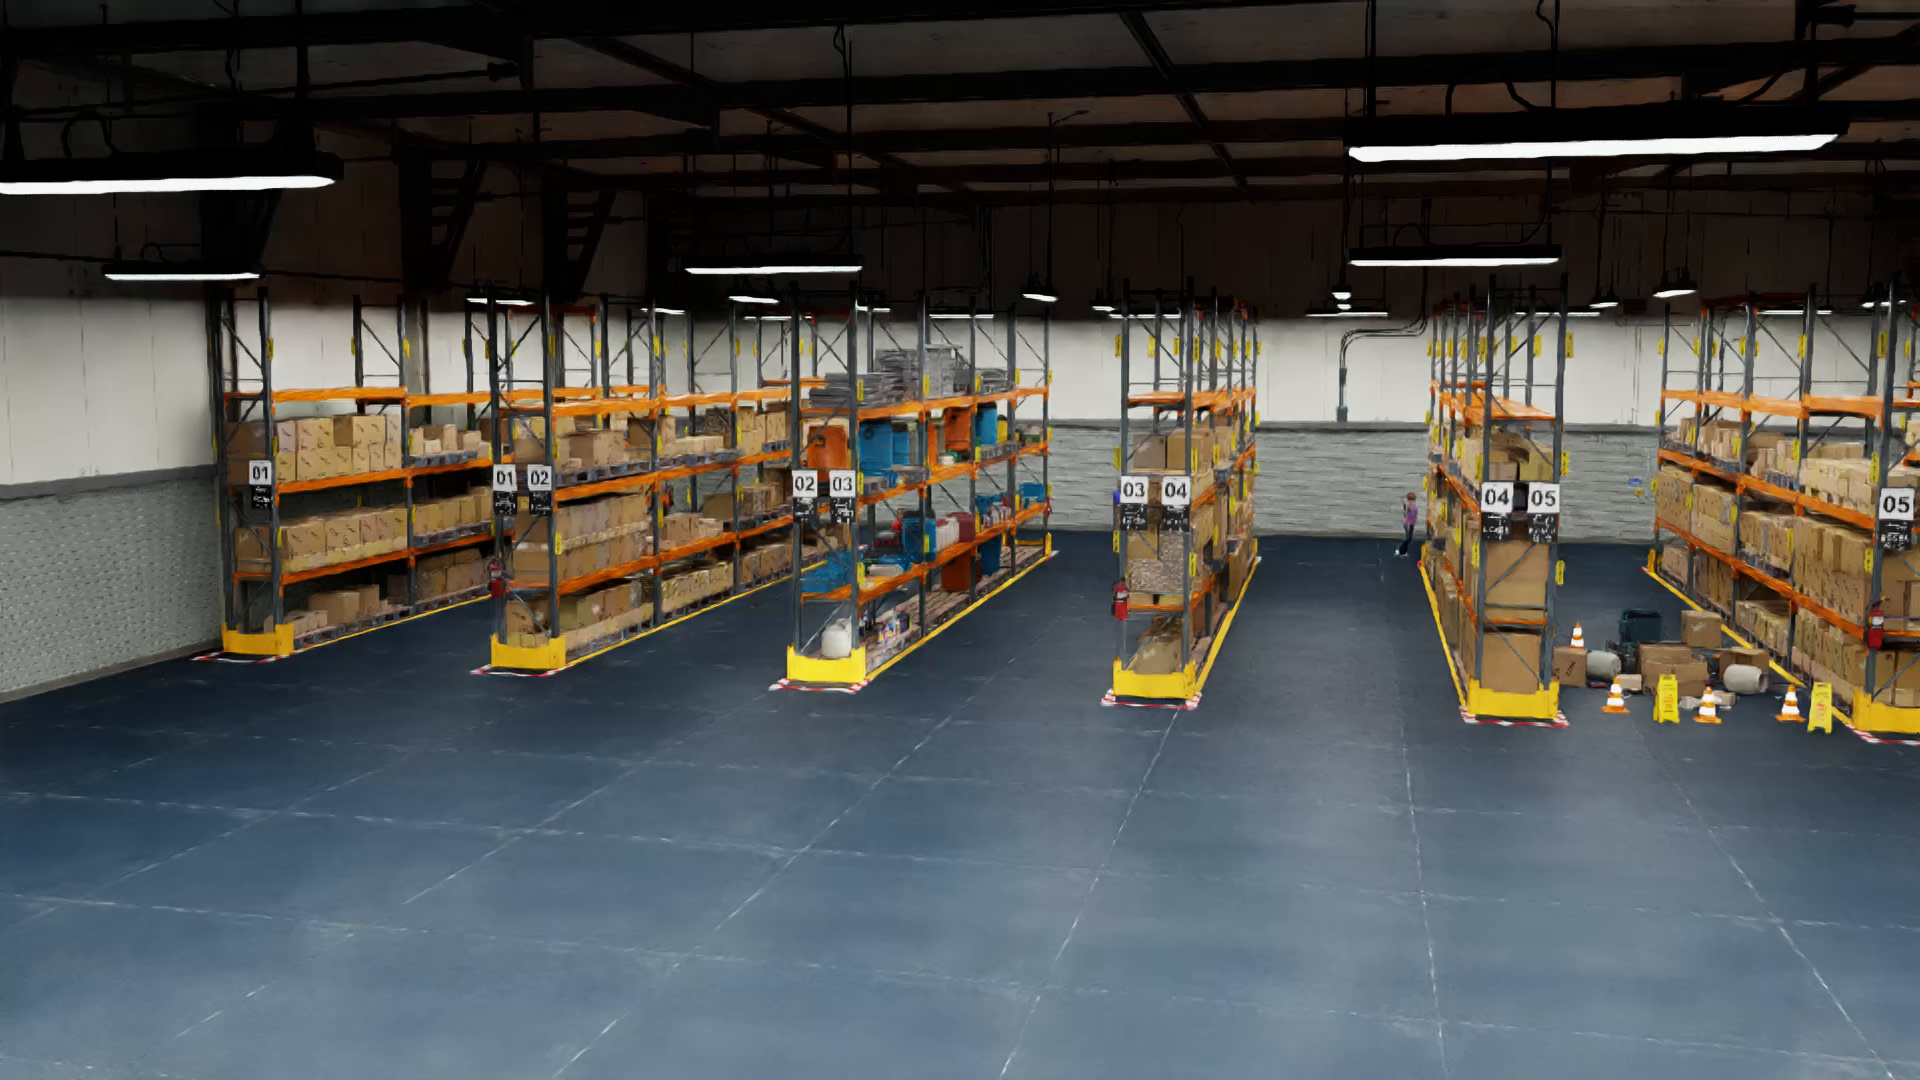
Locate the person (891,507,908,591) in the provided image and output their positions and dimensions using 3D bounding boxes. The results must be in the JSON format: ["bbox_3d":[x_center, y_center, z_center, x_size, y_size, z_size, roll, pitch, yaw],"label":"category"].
[{"bbox_3d":[-1.227,0.171,34.506,0.586,1.723,0.653,6,9,42],"label":"person"}]

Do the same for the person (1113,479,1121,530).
[{"bbox_3d":[4.218,-0.791,43.542,0.454,1.583,0.998,1,7,12],"label":"person"}]

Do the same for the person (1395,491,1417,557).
[{"bbox_3d":[10.692,-0.370,39.840,0.419,1.590,0.574,5,8,37],"label":"person"}]
